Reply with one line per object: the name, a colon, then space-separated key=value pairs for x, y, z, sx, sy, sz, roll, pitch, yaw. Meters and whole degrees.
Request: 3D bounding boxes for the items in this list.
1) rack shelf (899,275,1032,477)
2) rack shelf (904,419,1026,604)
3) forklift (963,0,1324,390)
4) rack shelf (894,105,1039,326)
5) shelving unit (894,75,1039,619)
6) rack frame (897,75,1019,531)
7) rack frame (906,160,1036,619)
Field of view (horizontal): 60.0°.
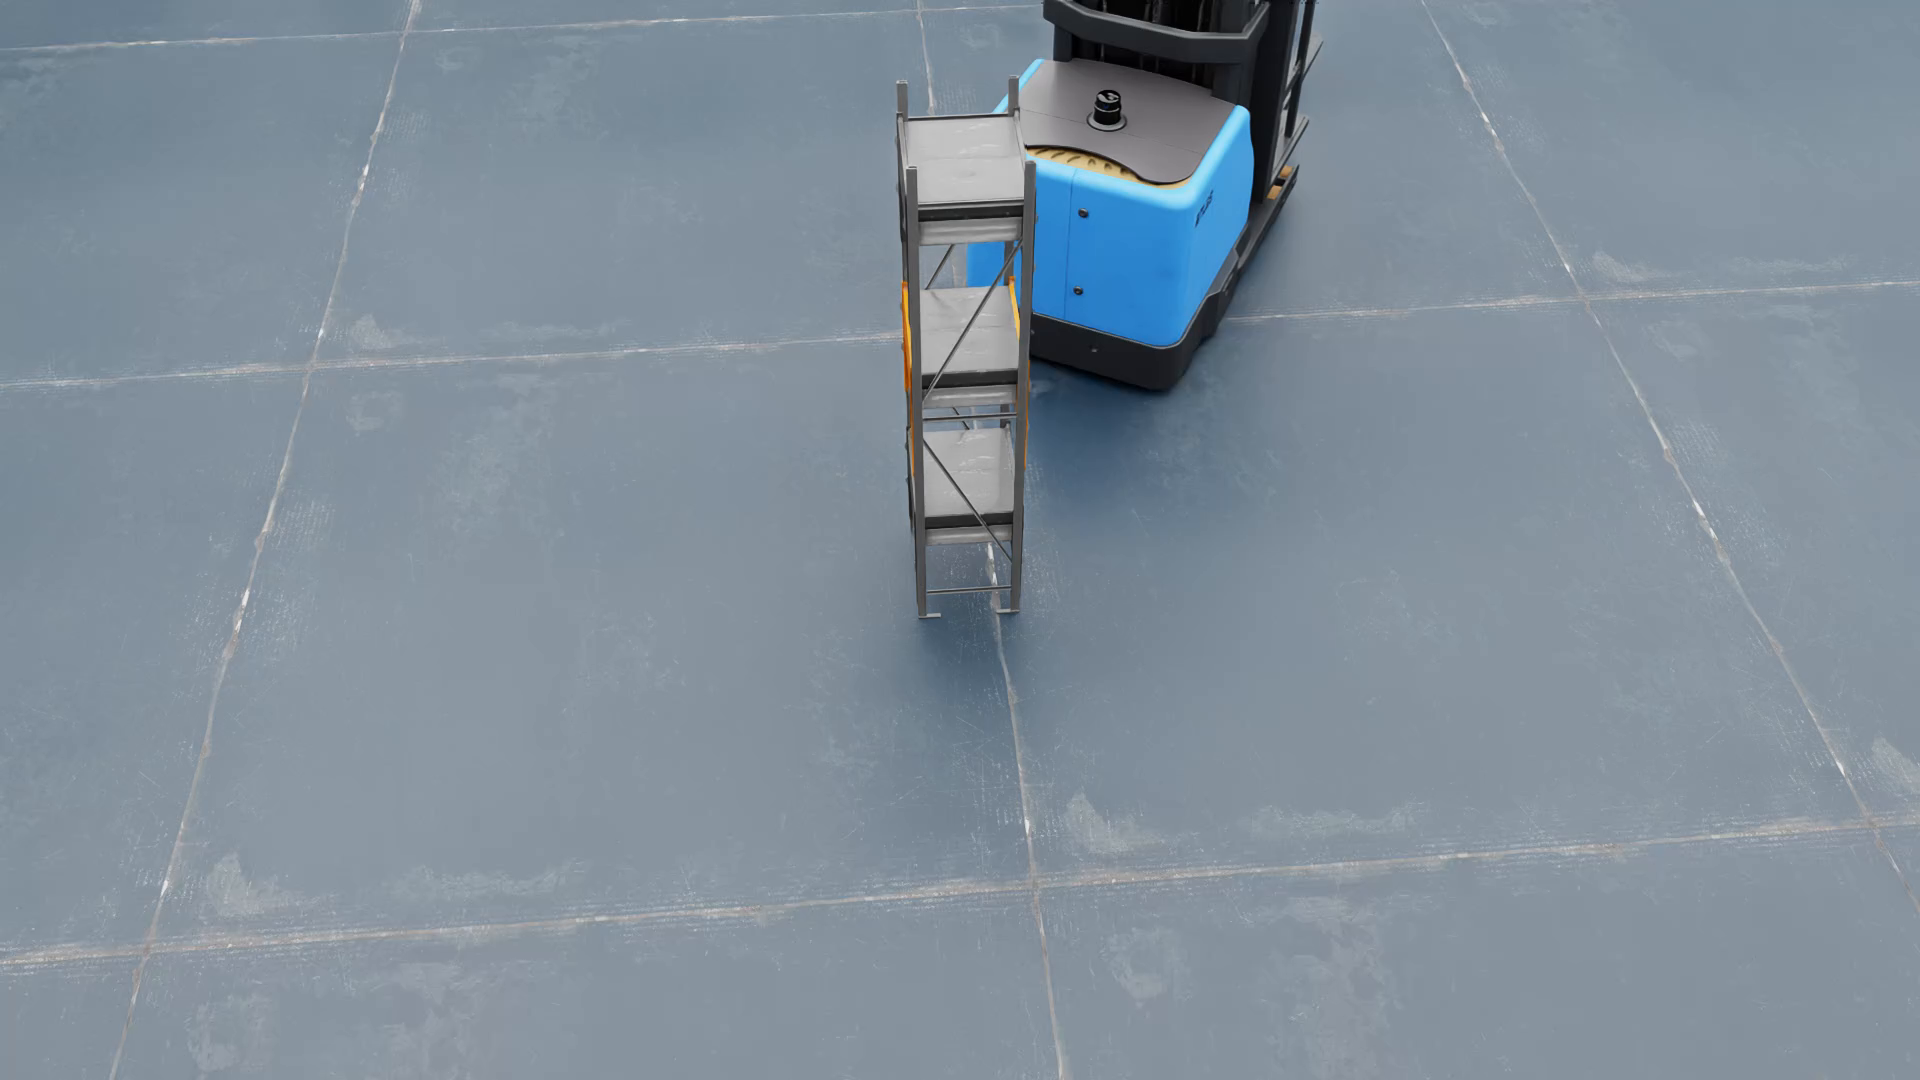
rack shelf: x=0.014 y=-0.593 z=6.021 sx=0.431 sy=0.518 sz=0.480 roll=-3 pitch=47 yaw=-3
rack shelf: x=0.014 y=-0.112 z=6.529 sx=0.431 sy=0.518 sz=0.480 roll=-3 pitch=47 yaw=-3
forklift: x=1.085 y=-2.761 z=7.483 sx=1.130 sy=2.935 sz=3.031 roll=18 pitch=49 yaw=17
rack shelf: x=0.014 y=-1.074 z=5.512 sx=0.431 sy=0.518 sz=0.480 roll=-3 pitch=47 yaw=-3
shelving unit: x=0.014 y=-0.602 z=6.011 sx=0.431 sy=2.100 sz=0.503 roll=-3 pitch=47 yaw=-3
rack frame: x=-0.007 y=-0.779 z=6.178 sx=0.400 sy=2.100 sz=0.015 roll=-3 pitch=47 yaw=-3
rack frame: x=0.034 y=-0.426 z=5.844 sx=0.400 sy=2.100 sz=0.015 roll=-3 pitch=47 yaw=-3
